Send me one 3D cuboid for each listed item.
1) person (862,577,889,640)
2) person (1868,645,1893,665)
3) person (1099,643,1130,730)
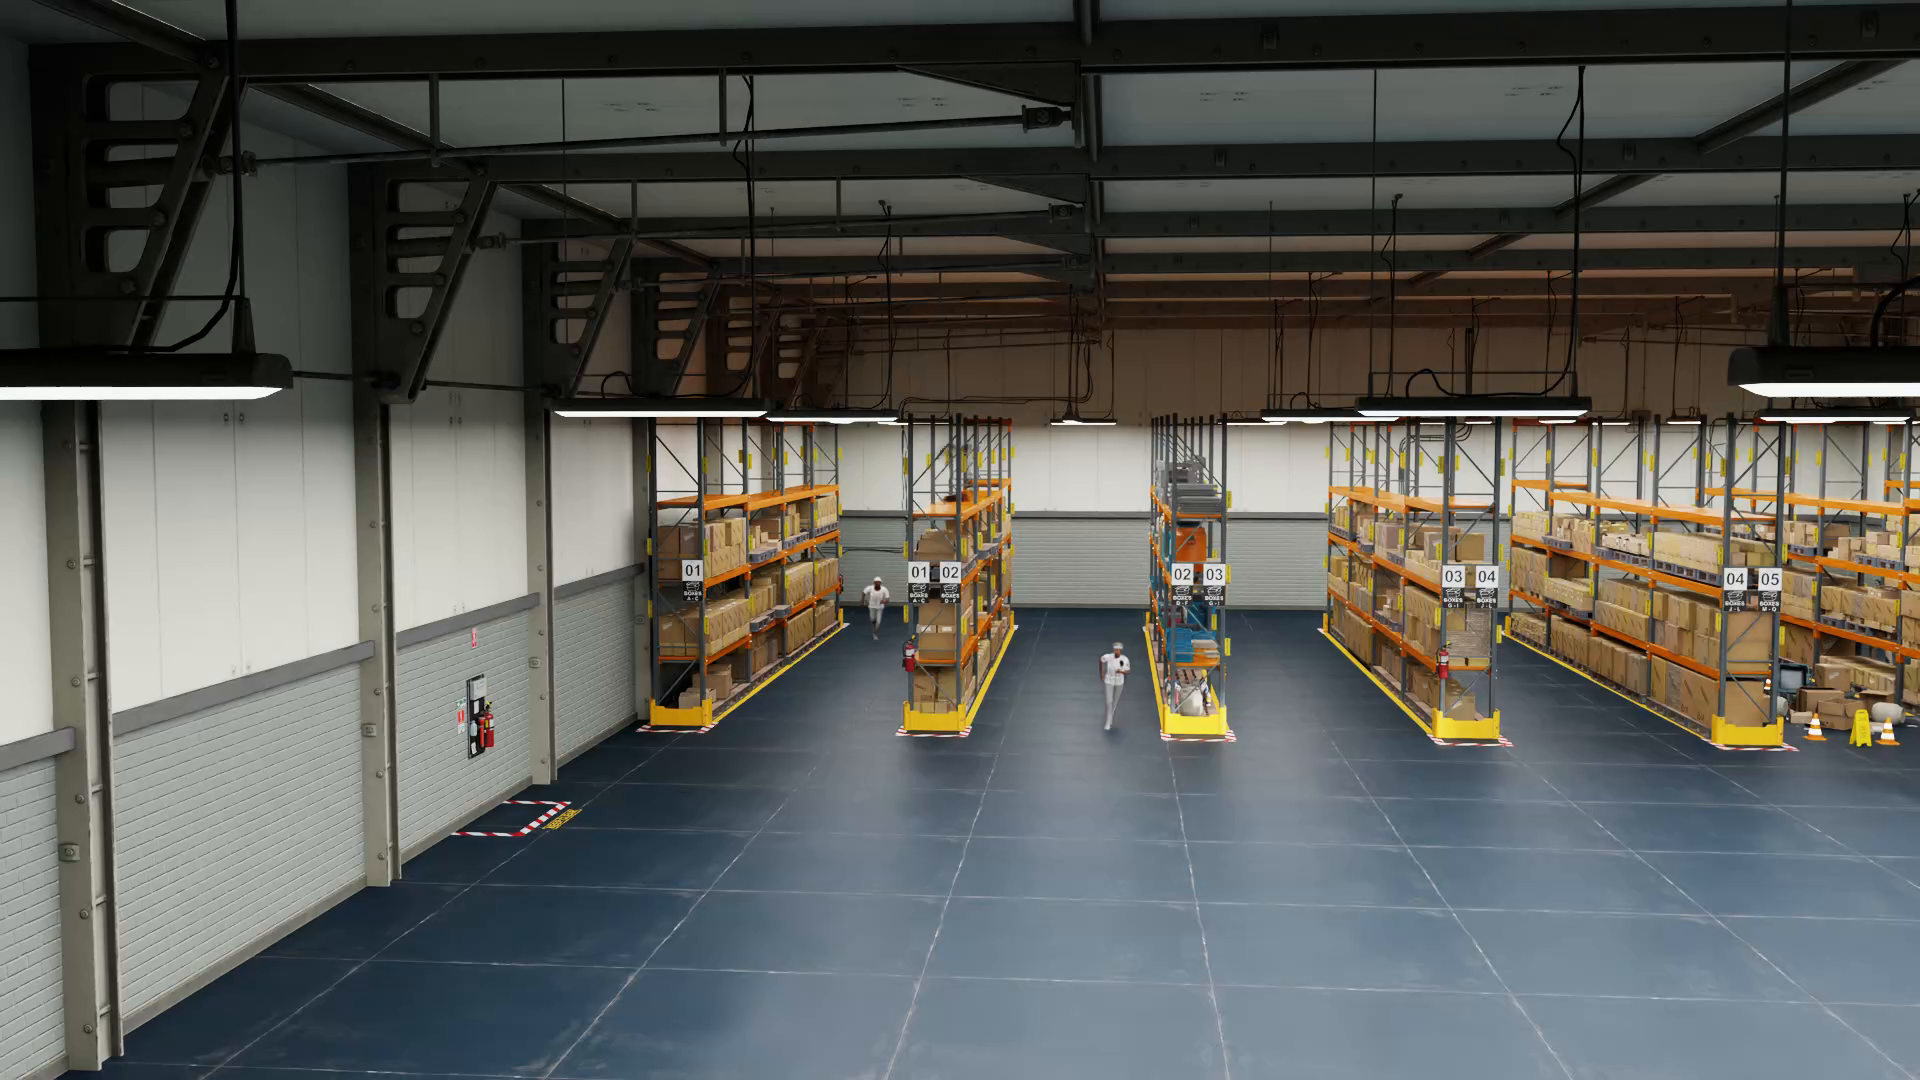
[{"bbox_3d":[-2.280,1.852,44.924,0.748,1.708,0.624,0,4,-2],"label":"person"},{"bbox_3d":[21.986,2.207,39.648,0.631,1.793,0.830,0,4,-3],"label":"person"},{"bbox_3d":[2.947,2.790,31.762,0.568,1.740,0.804,0,4,-3],"label":"person"}]
